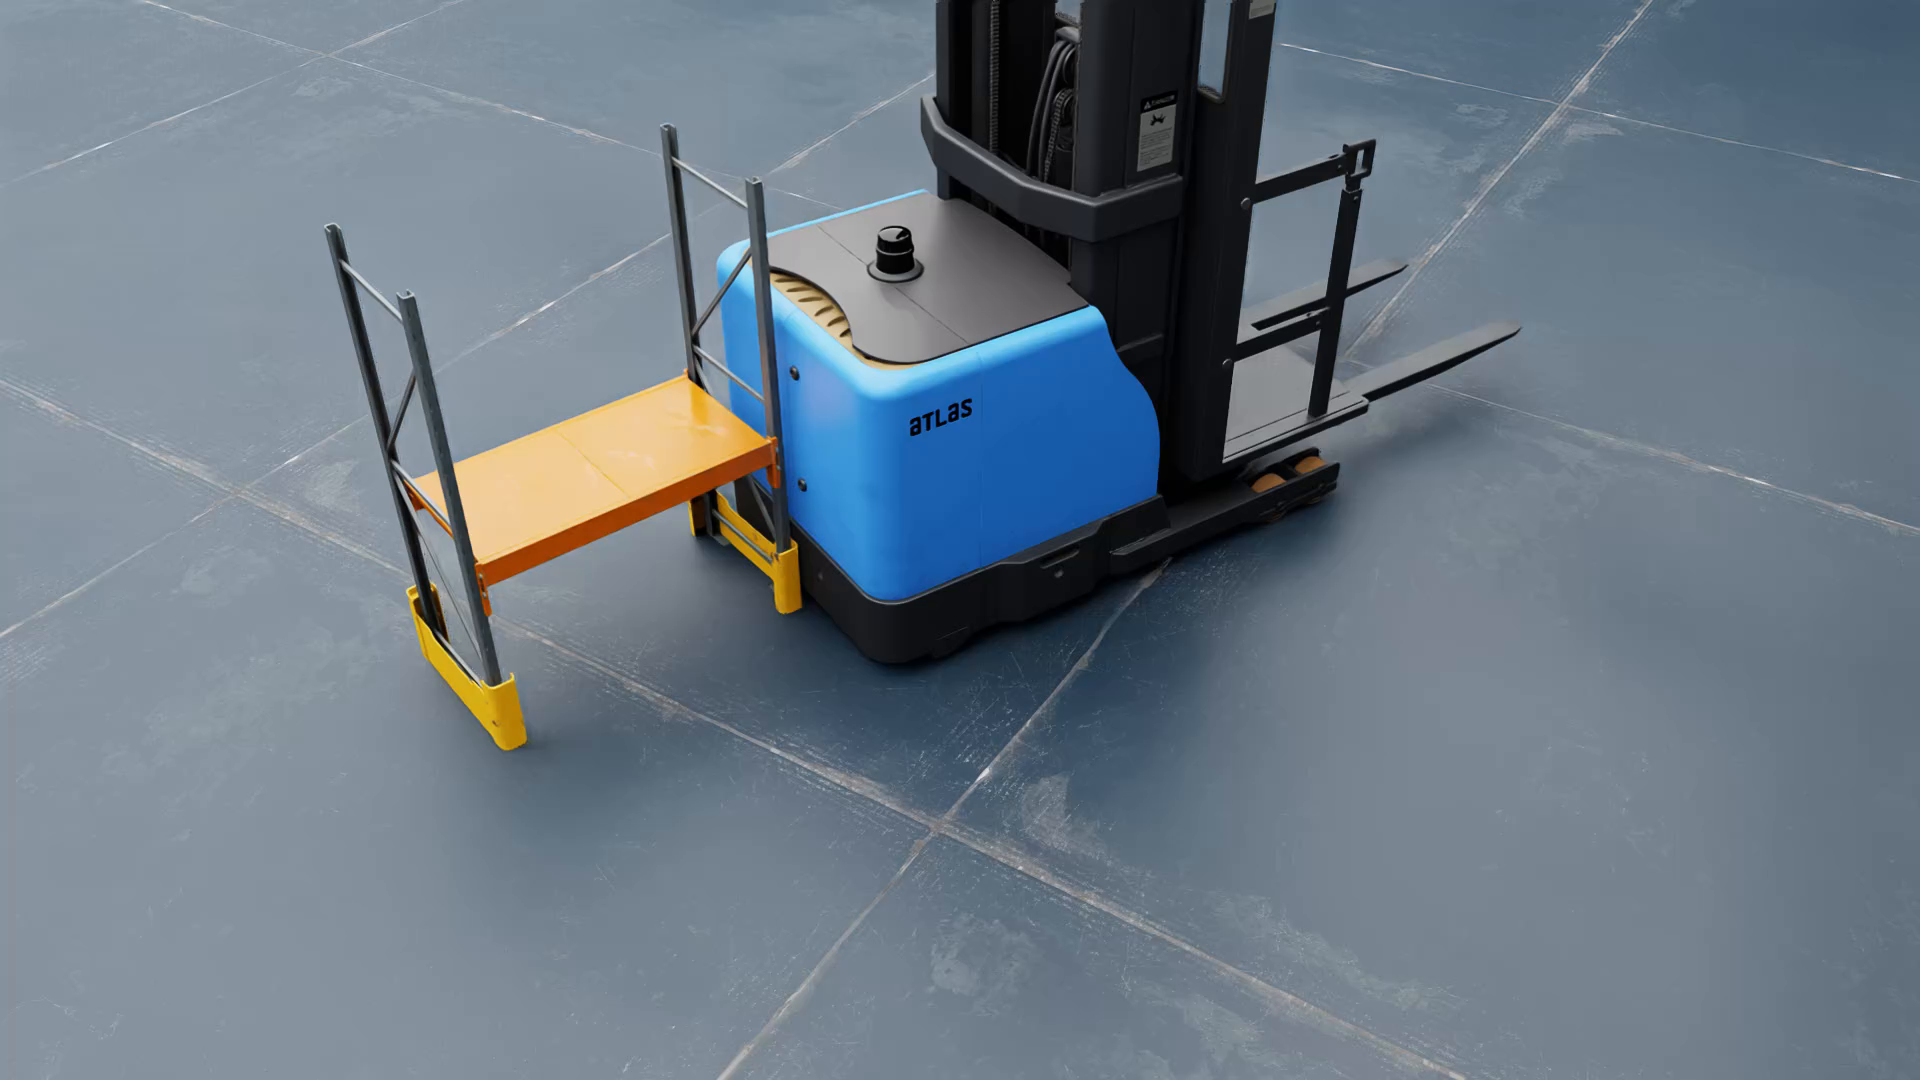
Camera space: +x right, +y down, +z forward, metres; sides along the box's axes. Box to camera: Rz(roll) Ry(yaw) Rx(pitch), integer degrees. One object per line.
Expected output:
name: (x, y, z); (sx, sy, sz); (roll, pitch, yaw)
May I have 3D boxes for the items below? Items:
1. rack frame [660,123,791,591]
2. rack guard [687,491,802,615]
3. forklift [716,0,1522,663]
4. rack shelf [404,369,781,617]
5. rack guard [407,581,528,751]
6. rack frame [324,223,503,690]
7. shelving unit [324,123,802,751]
rack frame: (-0.712, -0.507, 5.180); (0.032, 1.500, 0.500); (-26, 45, -30)
rack guard: (-0.727, -0.005, 5.552); (0.087, 0.250, 0.587); (-26, 45, -30)
forklift: (0.737, -1.473, 5.260); (3.031, 2.935, 1.130); (-22, 43, -26)
rack shelf: (-1.107, -0.170, 5.037); (1.000, 0.185, 0.538); (-26, 45, -30)
rack guard: (-1.501, 0.377, 5.056); (0.087, 0.250, 0.587); (-26, 45, -30)
rack frame: (-1.502, -0.117, 4.674); (0.032, 1.500, 0.500); (-26, 45, -30)
shelving unit: (-1.114, -0.309, 4.922); (1.083, 1.500, 0.587); (-26, 45, -30)
